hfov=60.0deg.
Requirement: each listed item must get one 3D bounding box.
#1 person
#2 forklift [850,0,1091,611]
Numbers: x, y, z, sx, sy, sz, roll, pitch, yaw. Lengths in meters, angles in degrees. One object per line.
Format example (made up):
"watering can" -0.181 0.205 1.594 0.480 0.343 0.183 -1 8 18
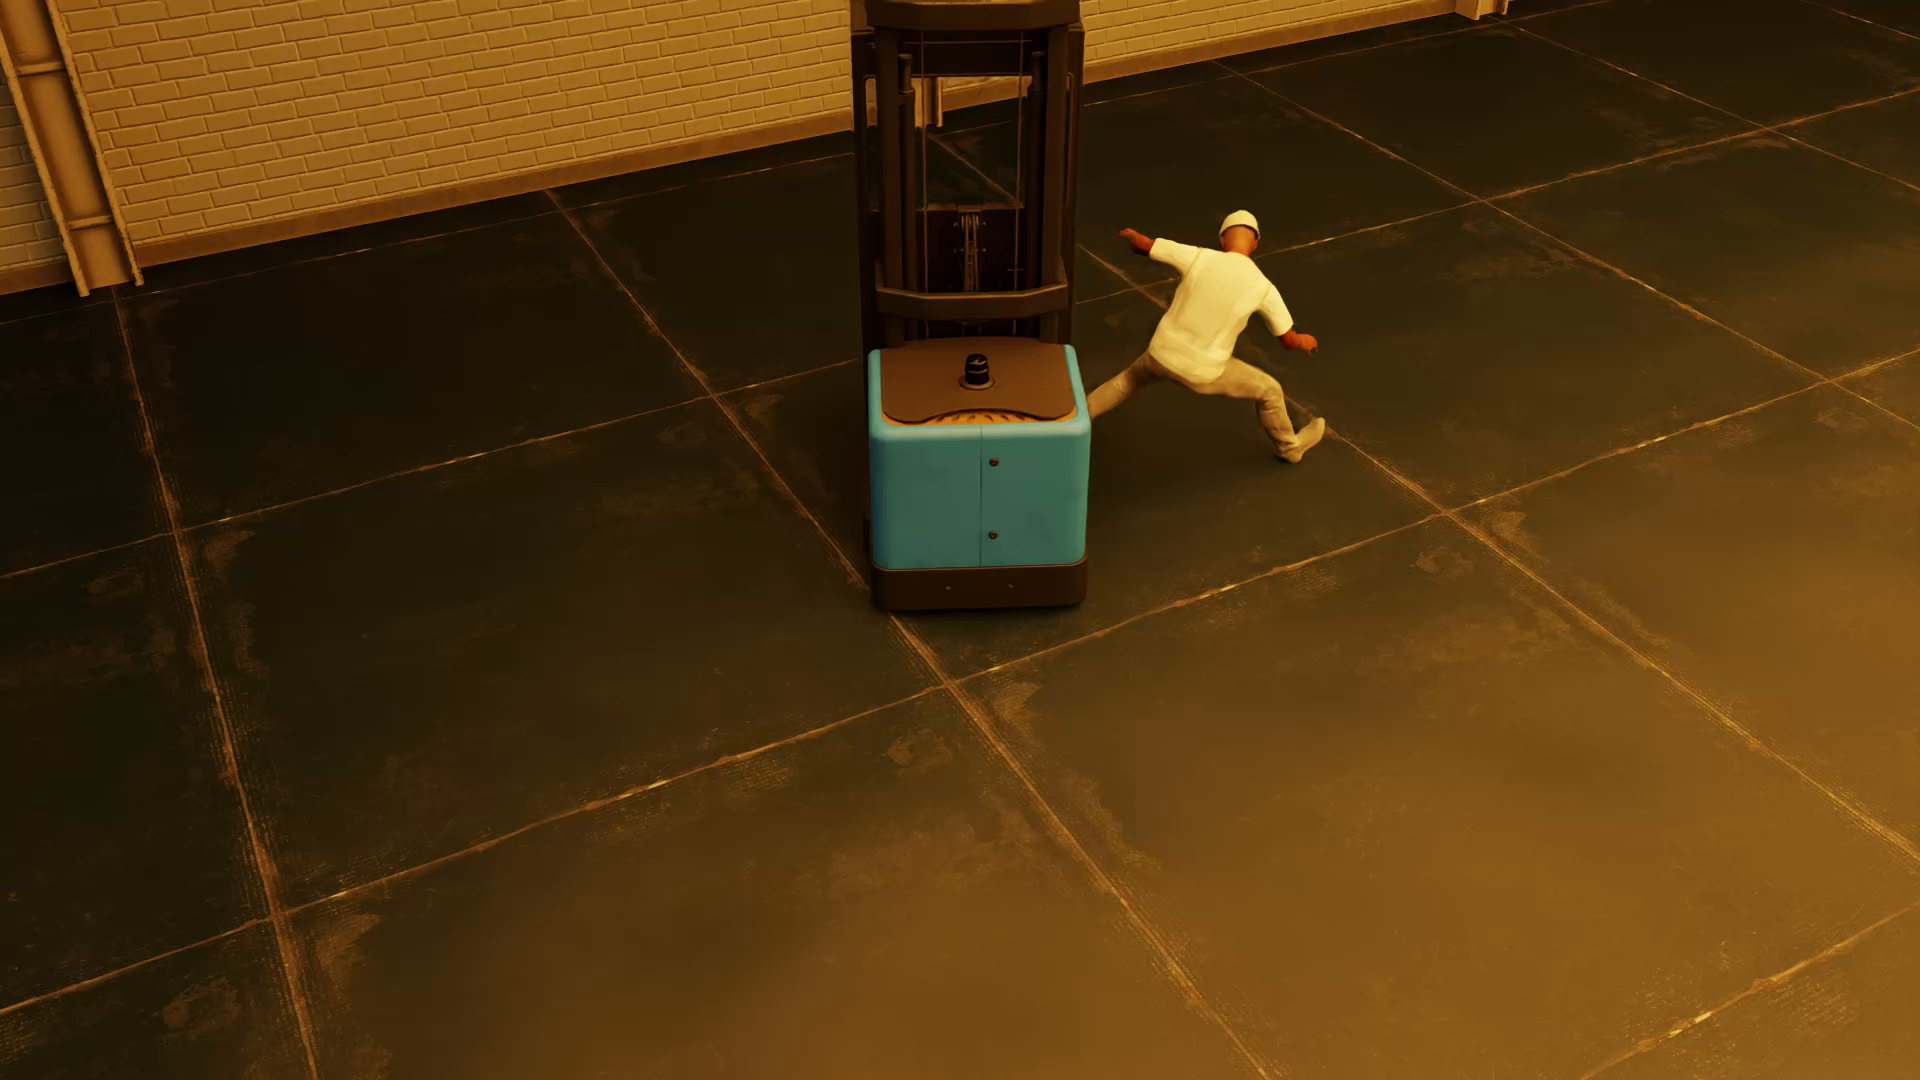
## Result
"person" 1.293 -1.104 9.011 1.337 1.427 0.831 23 41 29
"forklift" 0.021 -1.680 8.500 1.130 2.935 3.031 -2 35 -2
